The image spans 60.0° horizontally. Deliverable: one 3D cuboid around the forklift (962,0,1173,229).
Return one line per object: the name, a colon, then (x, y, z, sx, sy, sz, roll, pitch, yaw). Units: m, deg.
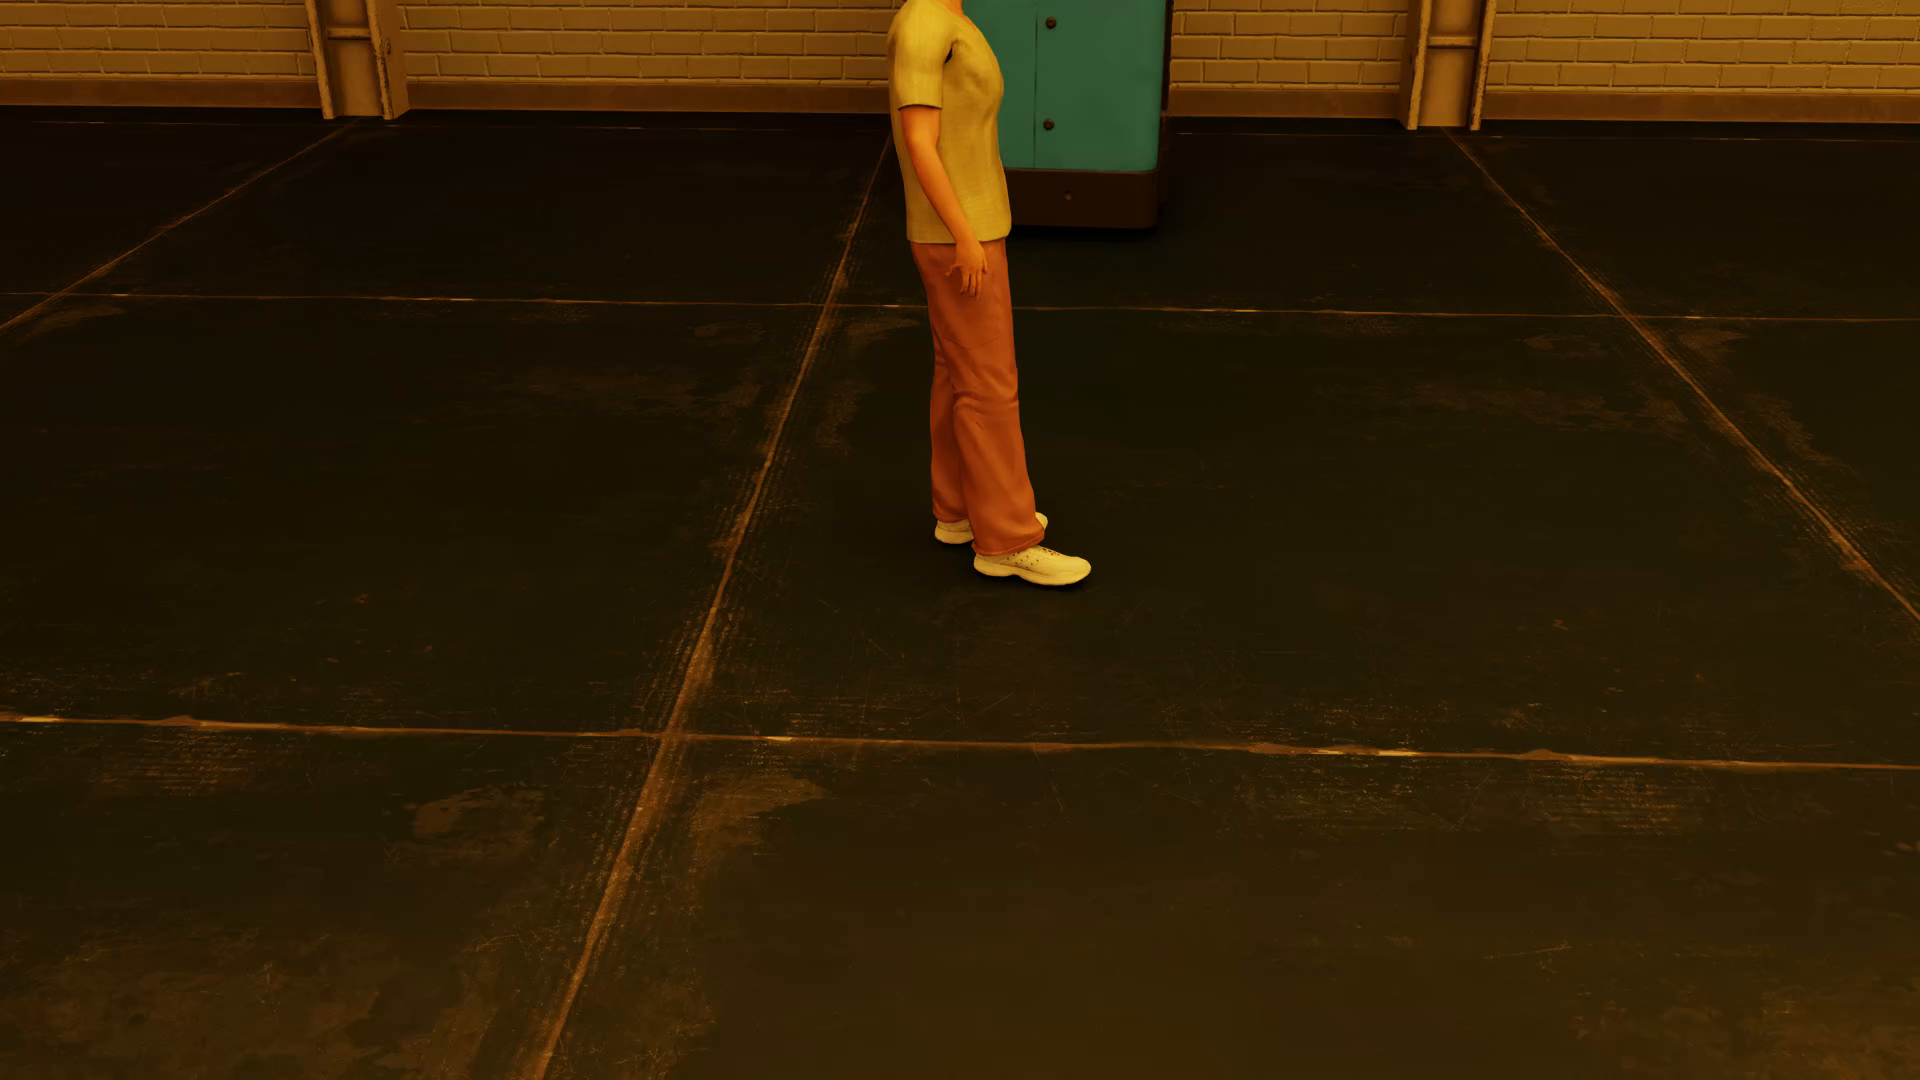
forklift: (0.495, -3.249, 7.796, 1.130, 2.935, 3.031, 3, 26, 6)

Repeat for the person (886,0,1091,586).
person: (0.073, -0.752, 4.135, 0.549, 1.675, 0.555, 1, 26, 2)
